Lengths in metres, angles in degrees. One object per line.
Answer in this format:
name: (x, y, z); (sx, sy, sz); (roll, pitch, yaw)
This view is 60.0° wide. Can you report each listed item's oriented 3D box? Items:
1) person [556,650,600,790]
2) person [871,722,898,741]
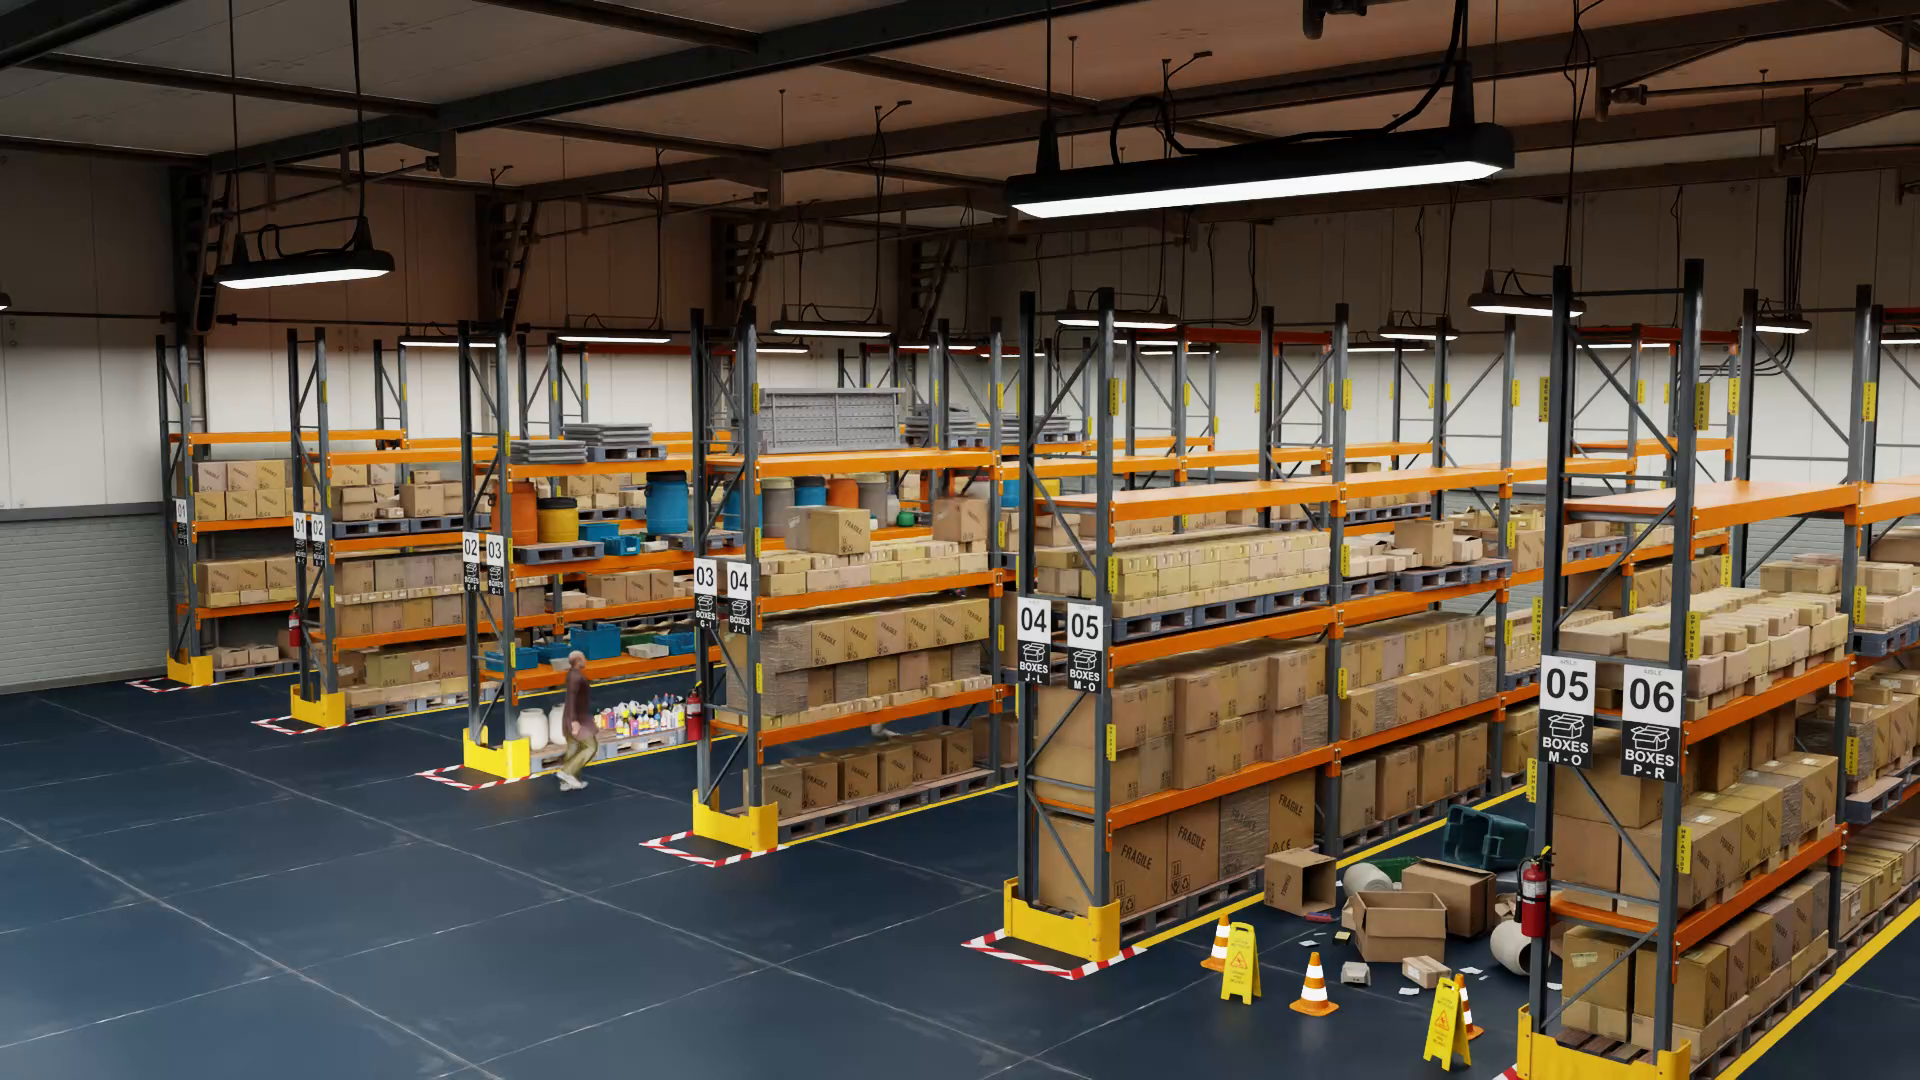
person: (-4.894, 2.289, 21.150); (0.530, 1.769, 0.619); (-3, 6, -32)
person: (-1.041, 2.260, 22.622); (0.567, 1.585, 0.564); (-5, 7, -42)
